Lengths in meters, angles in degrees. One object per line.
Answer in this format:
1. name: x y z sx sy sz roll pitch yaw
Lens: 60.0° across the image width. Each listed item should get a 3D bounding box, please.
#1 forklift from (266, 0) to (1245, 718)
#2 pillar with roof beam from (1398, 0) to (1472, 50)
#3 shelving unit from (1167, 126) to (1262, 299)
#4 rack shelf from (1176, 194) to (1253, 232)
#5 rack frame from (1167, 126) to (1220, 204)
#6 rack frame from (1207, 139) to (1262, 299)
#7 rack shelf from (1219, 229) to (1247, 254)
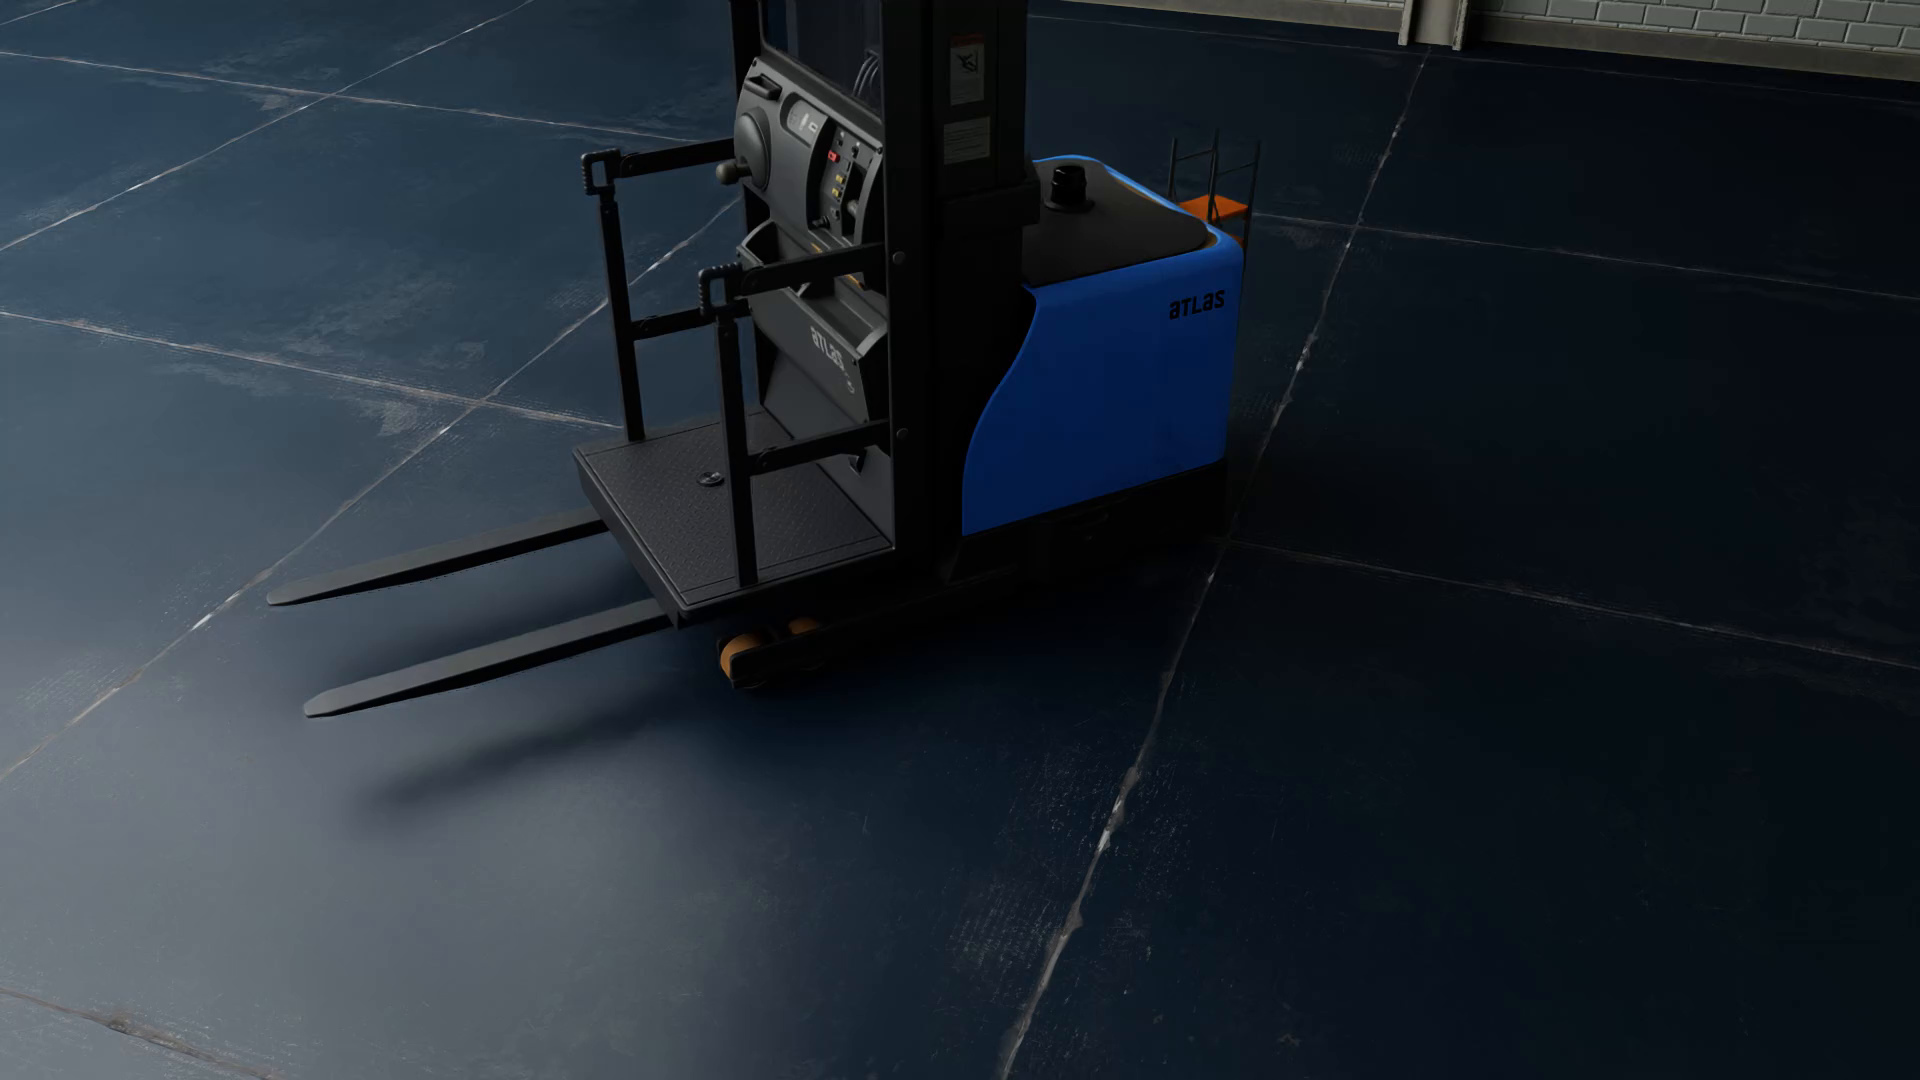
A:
1. forklift: -0.630 -1.107 4.763 3.031 2.935 1.130 -16 36 -24
2. pillar with roof beam: 1.600 -4.808 4.900 0.400 9.000 9.100 11 34 16
3. shelving unit: 0.850 -0.845 5.941 0.258 1.200 0.189 -24 40 -36
4. rack shelf: 0.861 -1.115 5.778 0.258 0.103 0.180 -24 40 -36
5. rack frame: 0.788 -0.881 5.997 0.240 1.200 0.006 -24 40 -36
6. rack frame: 0.911 -0.808 5.884 0.240 1.200 0.006 -24 40 -36
7. rack shelf: 0.857 -1.012 5.840 0.258 0.103 0.180 -24 40 -36
